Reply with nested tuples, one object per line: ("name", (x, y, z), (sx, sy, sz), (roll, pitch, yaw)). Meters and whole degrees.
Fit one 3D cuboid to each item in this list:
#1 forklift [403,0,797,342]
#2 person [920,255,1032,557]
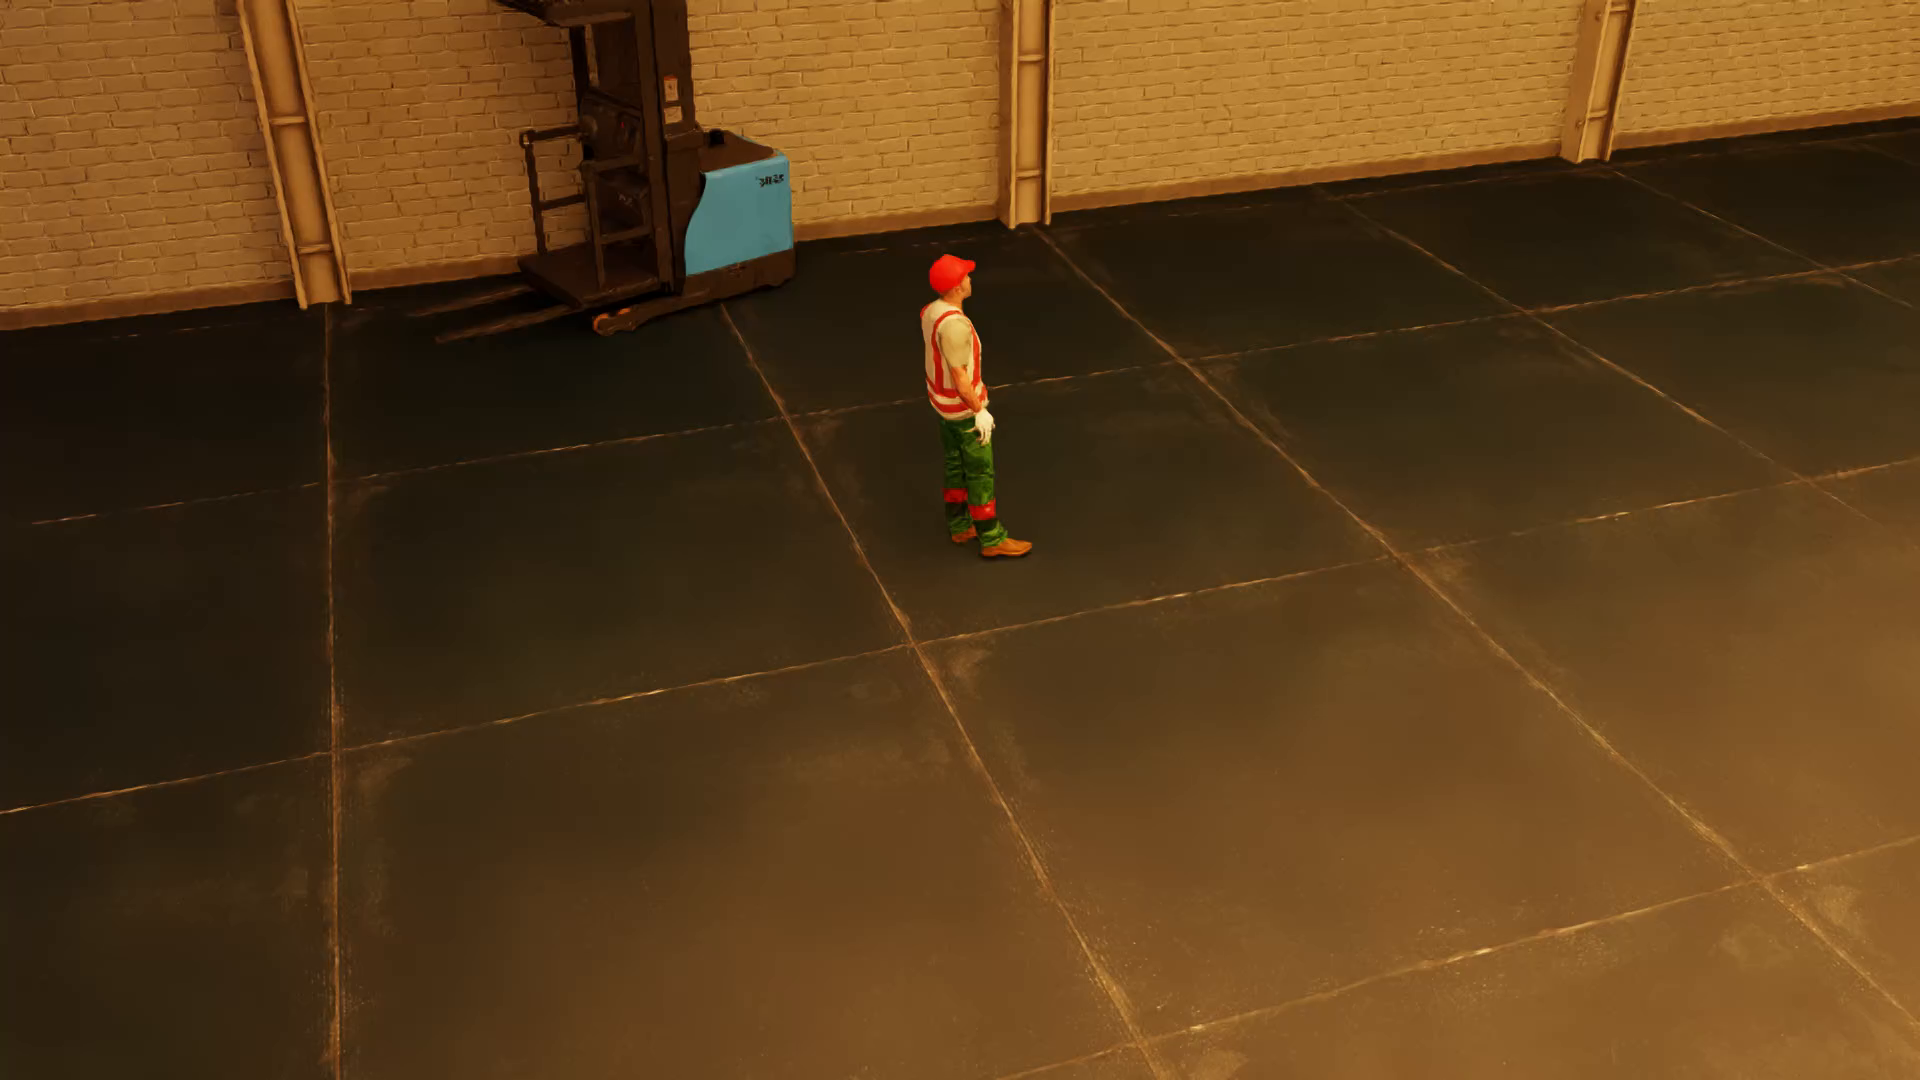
("forklift", (-2.810, -3.122, 12.513), (3.031, 2.935, 1.130), (-22, 36, -33))
("person", (0.080, -0.789, 9.589), (0.563, 1.787, 0.637), (-10, 31, -16))
